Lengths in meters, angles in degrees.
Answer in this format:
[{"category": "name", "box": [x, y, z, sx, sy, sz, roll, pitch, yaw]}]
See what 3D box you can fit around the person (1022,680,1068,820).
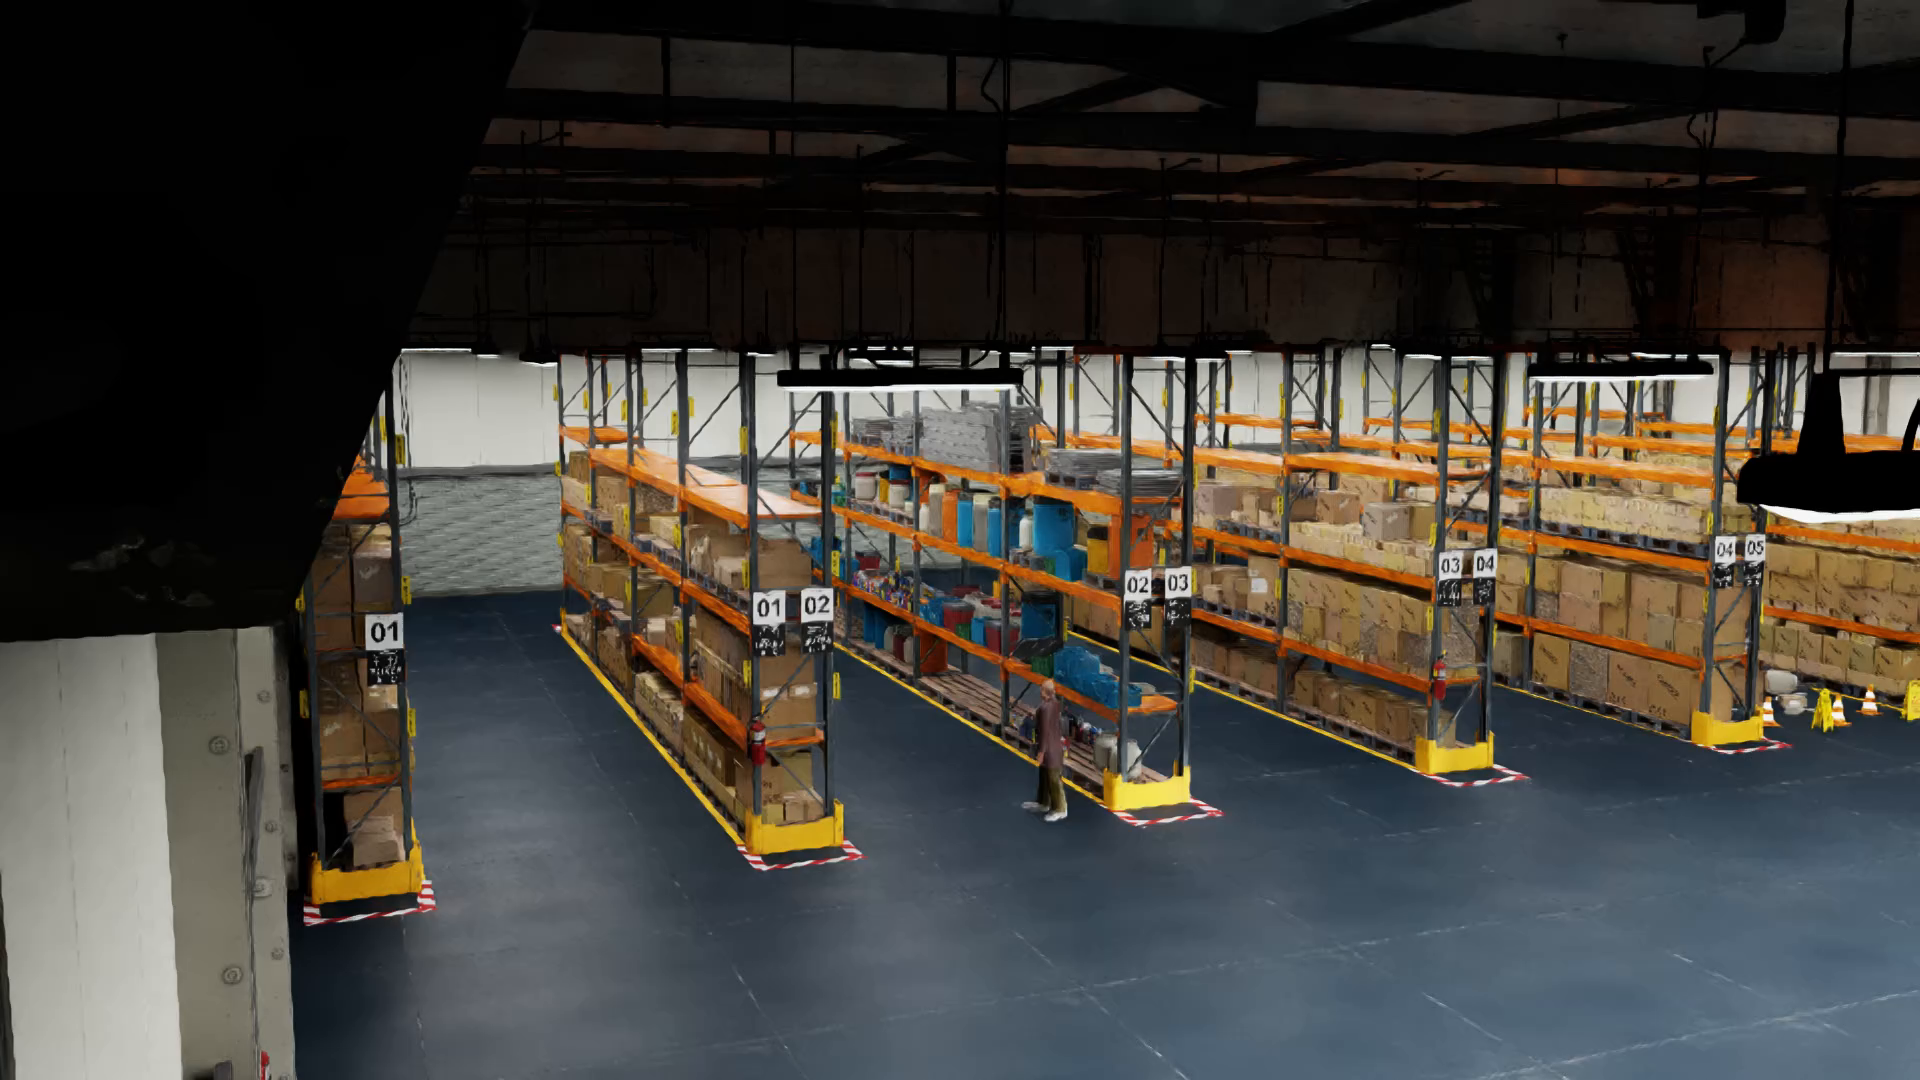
[{"category": "person", "box": [1.108, 2.694, 21.611, 0.636, 1.775, 0.677, 1, 7, 11]}]
